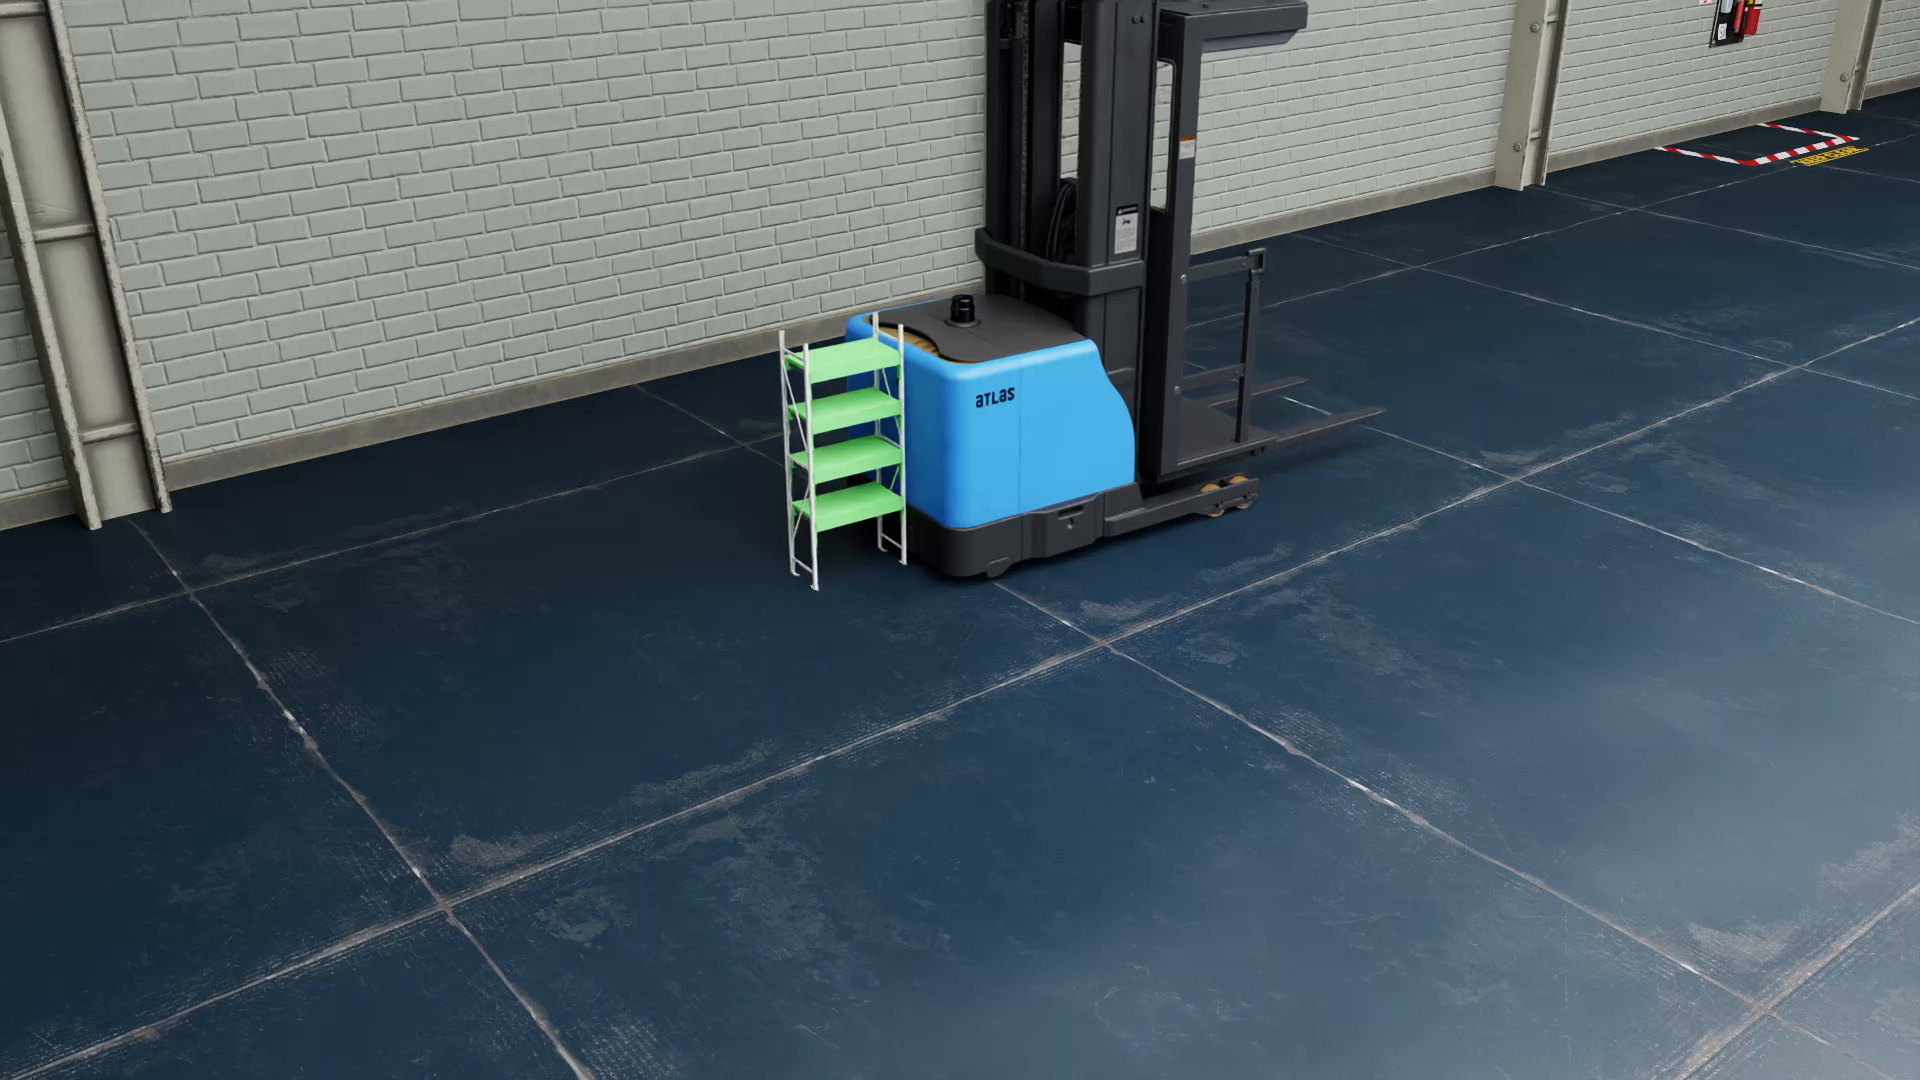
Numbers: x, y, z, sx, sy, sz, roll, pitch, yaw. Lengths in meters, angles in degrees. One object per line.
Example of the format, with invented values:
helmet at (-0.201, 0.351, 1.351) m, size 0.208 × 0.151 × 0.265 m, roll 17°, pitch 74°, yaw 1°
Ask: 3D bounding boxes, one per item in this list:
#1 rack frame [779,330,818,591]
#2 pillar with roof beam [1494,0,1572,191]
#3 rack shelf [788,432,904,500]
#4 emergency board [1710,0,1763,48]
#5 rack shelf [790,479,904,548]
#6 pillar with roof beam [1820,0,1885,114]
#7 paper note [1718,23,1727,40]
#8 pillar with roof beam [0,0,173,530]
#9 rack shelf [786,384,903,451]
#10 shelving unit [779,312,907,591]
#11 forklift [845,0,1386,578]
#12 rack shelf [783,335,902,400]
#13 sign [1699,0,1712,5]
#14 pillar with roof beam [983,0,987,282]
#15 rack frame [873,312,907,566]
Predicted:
rack frame at (-0.734, -0.349, 7.576) m, size 0.015 × 1.200 × 0.240 m, roll -16°, pitch 29°, yaw -30°
pillar with roof beam at (7.788, -5.924, 10.325) m, size 0.400 × 9.000 × 9.100 m, roll -18°, pitch 31°, yaw -34°
rack shelf at (-0.532, -0.348, 7.727) m, size 0.480 × 0.148 × 0.258 m, roll -16°, pitch 29°, yaw -30°
emergency board at (7.885, -5.558, 16.663) m, size 0.643 × 1.169 × 0.194 m, roll -18°, pitch 31°, yaw -34°
rack shelf at (-0.532, -0.130, 7.828) m, size 0.480 × 0.148 × 0.258 m, roll -16°, pitch 29°, yaw -30°
pillar with roof beam at (12.510, -7.483, 13.683) m, size 0.400 × 9.000 × 9.100 m, roll -18°, pitch 31°, yaw -34°
paper note at (7.703, -5.136, 16.799) m, size 0.142 × 0.148 × 0.016 m, roll -18°, pitch 31°, yaw -34°
pillar with roof beam at (-1.655, -2.807, 3.609) m, size 0.400 × 9.000 × 9.100 m, roll -18°, pitch 31°, yaw -34°
rack shelf at (-0.532, -0.566, 7.626) m, size 0.480 × 0.148 × 0.258 m, roll -16°, pitch 29°, yaw -30°
shelving unit at (-0.532, -0.406, 7.700) m, size 0.503 × 1.200 × 0.258 m, roll -16°, pitch 29°, yaw -30°
forklift at (0.938, -1.614, 8.246) m, size 3.031 × 2.935 × 1.130 m, roll -16°, pitch 29°, yaw -30°
rack shelf at (-0.532, -0.784, 7.525) m, size 0.480 × 0.148 × 0.258 m, roll -16°, pitch 29°, yaw -30°
sign at (7.386, -5.465, 16.420) m, size 0.234 × 0.329 × 0.001 m, roll -18°, pitch 31°, yaw -34°
pillar with roof beam at (3.067, -4.366, 6.967) m, size 0.400 × 9.000 × 9.100 m, roll -18°, pitch 31°, yaw -34°
rack frame at (-0.330, -0.464, 7.824) m, size 0.015 × 1.200 × 0.240 m, roll -16°, pitch 29°, yaw -30°
